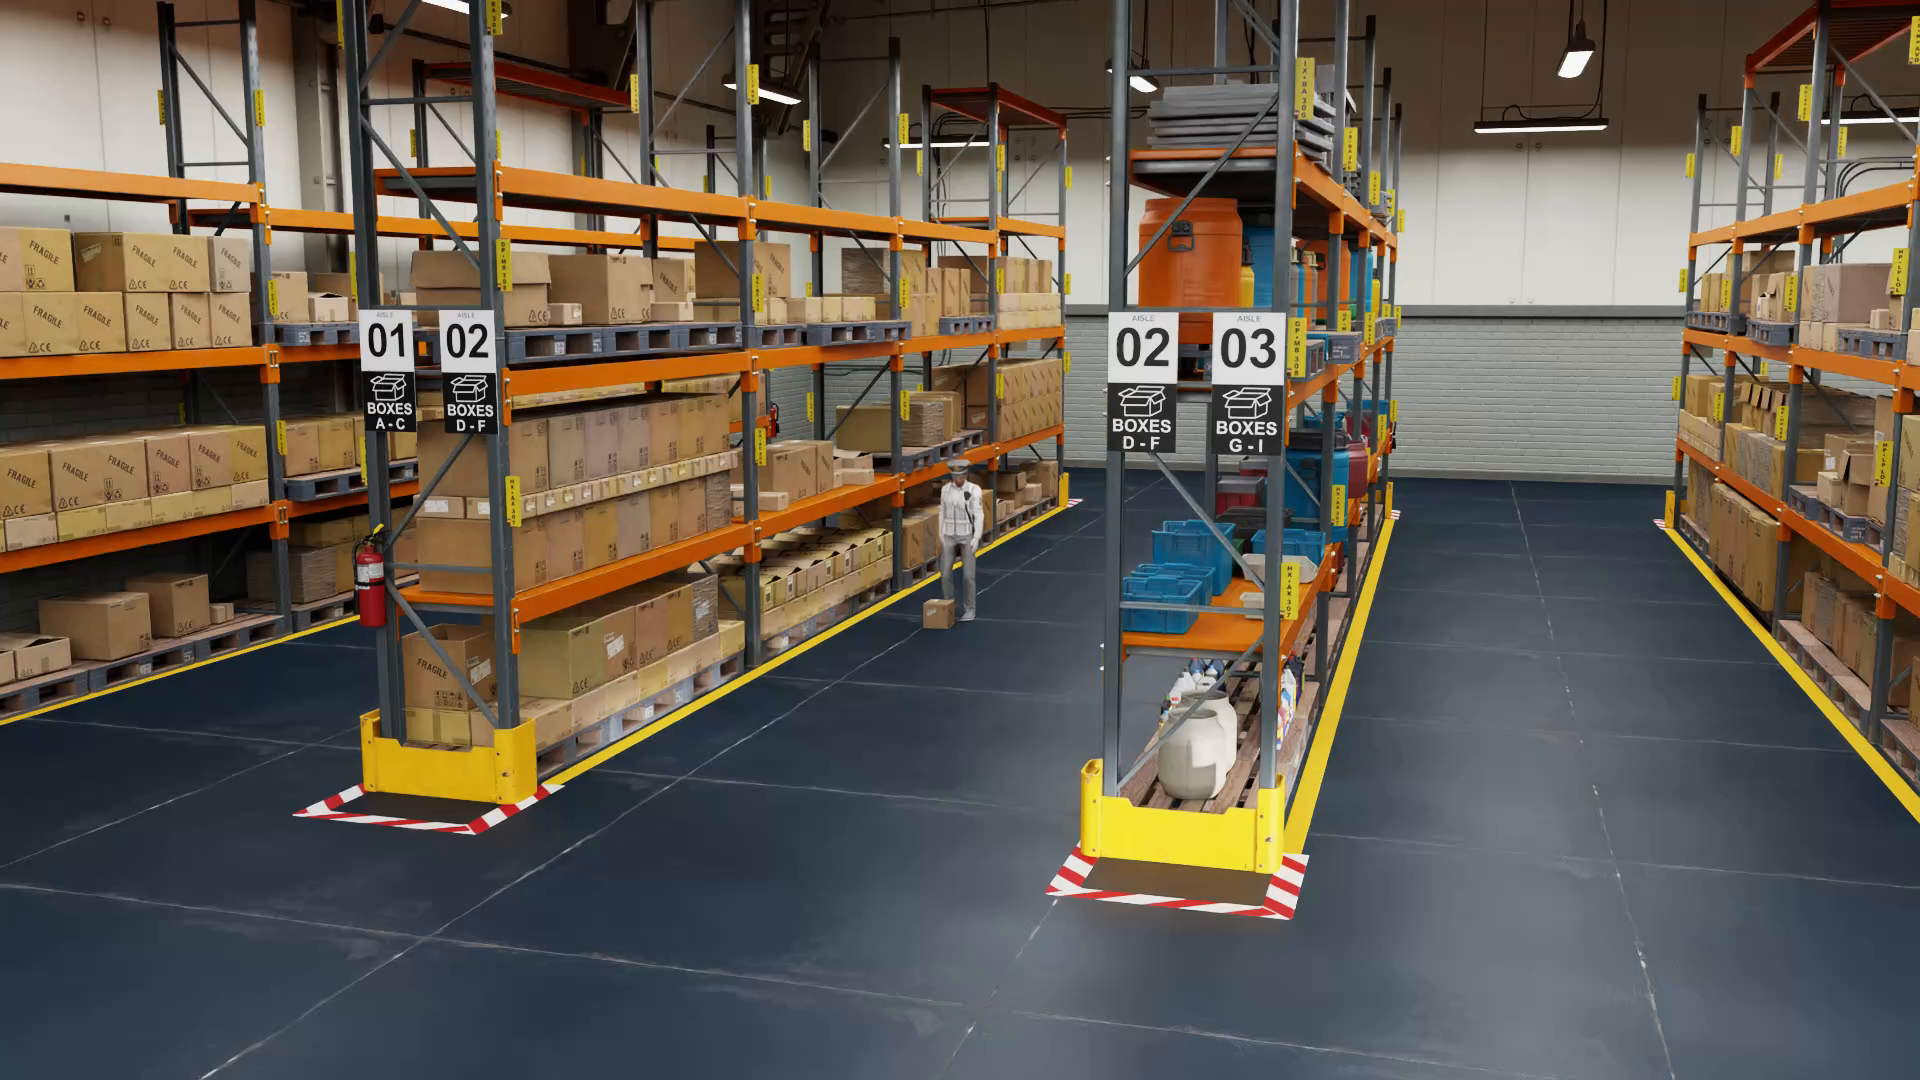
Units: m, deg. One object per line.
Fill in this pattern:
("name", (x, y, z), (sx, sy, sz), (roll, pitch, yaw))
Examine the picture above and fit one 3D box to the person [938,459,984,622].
("person", (0.006, -0.001, 16.927), (0.482, 1.657, 0.366), (3, 9, 17))
